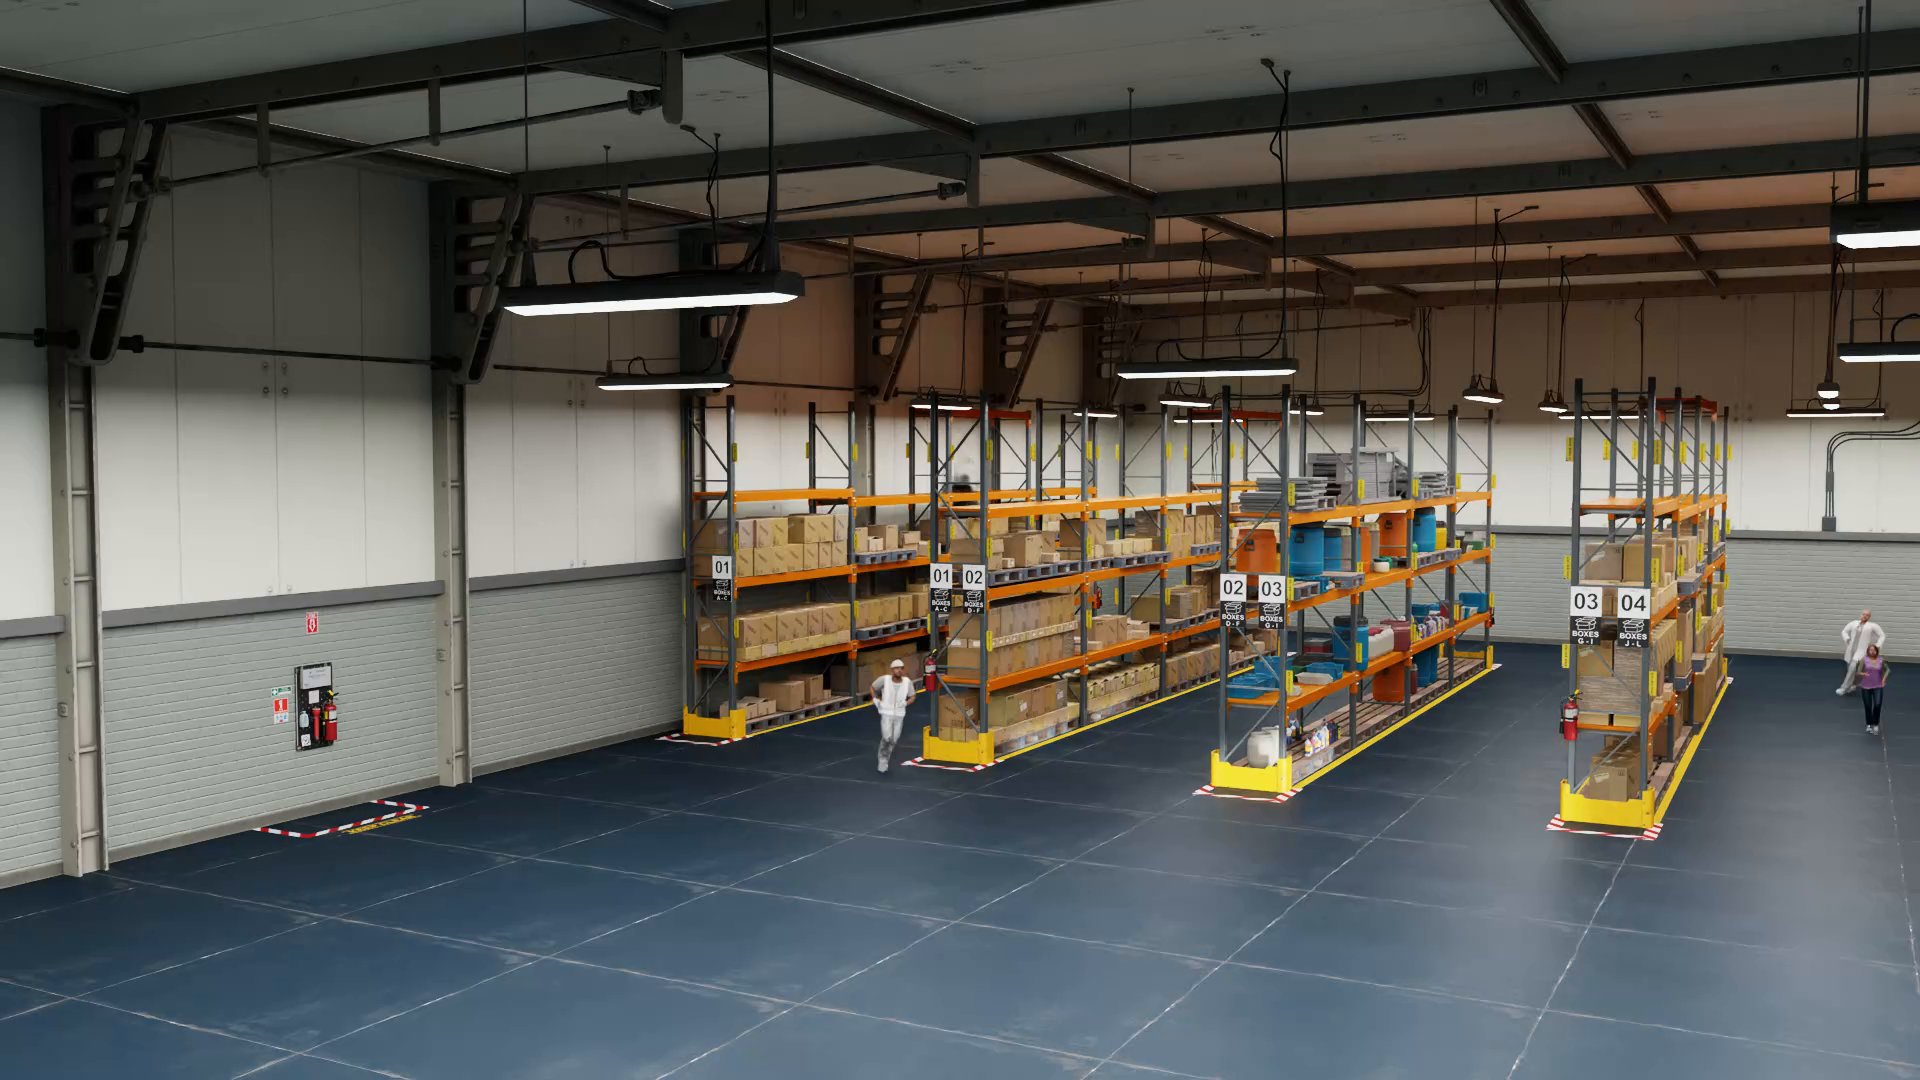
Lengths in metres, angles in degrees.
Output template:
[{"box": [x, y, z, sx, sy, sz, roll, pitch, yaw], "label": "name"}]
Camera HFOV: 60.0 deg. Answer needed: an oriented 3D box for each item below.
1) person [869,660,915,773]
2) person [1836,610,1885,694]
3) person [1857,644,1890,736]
[{"box": [-1.042, 2.756, 26.080, 0.684, 1.783, 0.629, -1, 3, -18], "label": "person"}, {"box": [18.487, 2.297, 34.244, 1.036, 1.722, 0.760, -2, 4, -33], "label": "person"}, {"box": [16.183, 2.652, 29.484, 0.517, 1.608, 0.639, 2, 3, 30], "label": "person"}]
